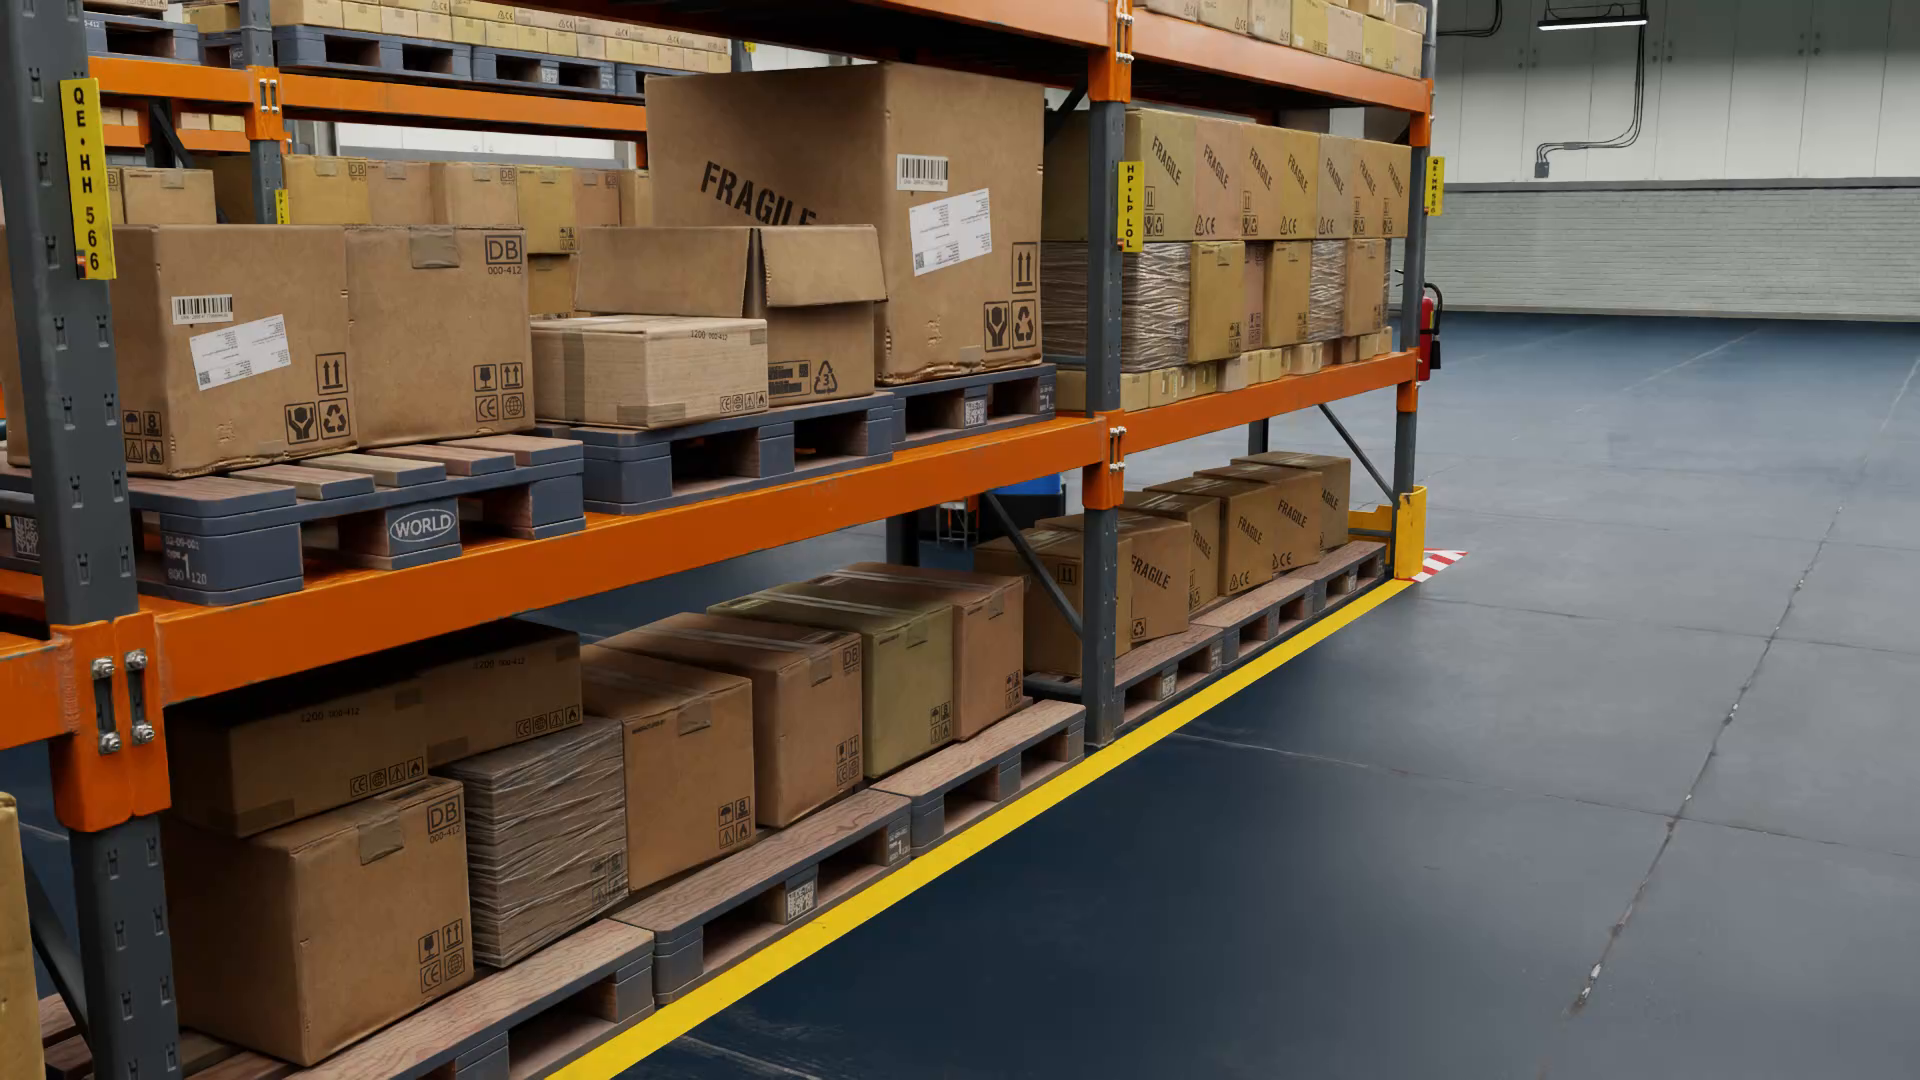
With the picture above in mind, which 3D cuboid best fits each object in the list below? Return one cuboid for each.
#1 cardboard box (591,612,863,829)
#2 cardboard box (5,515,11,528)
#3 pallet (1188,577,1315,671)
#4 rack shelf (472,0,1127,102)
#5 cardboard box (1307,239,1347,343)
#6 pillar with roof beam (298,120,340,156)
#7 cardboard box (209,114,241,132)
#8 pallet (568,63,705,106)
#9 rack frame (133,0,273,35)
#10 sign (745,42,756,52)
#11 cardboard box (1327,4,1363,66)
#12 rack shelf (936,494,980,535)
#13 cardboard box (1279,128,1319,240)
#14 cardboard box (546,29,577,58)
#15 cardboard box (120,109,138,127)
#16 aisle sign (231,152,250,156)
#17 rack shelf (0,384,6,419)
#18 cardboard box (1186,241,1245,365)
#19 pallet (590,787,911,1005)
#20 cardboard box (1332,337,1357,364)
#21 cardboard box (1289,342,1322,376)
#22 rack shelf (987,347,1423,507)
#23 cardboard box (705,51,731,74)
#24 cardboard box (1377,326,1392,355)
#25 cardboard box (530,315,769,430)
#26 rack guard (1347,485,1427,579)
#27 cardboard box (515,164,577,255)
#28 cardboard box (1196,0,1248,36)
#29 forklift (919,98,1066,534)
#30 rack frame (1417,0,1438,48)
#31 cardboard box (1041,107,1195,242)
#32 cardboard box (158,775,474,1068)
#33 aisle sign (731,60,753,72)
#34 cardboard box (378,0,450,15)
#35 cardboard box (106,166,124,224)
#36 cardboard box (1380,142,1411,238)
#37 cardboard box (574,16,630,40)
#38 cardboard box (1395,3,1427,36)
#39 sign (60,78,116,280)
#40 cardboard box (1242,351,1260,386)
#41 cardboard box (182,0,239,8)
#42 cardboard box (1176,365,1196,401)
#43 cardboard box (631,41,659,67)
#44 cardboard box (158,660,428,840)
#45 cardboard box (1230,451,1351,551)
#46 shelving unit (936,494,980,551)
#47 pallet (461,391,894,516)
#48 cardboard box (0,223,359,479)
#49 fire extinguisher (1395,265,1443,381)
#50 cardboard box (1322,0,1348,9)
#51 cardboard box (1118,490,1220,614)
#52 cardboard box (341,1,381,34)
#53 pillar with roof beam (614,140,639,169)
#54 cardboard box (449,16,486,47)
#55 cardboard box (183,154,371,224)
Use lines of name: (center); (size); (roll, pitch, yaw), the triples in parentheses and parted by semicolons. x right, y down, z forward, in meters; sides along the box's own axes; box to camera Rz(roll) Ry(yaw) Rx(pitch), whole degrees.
cardboard box: (-0.739, 0.558, 5.334); (0.700, 0.500, 0.500); (5, 12, 26)
cardboard box: (-4.784, -0.043, 7.919); (1.050, 0.750, 0.750); (6, 12, 31)
pallet: (1.103, 0.359, 8.378); (1.003, 0.211, 1.213); (6, 12, 31)
rack shelf: (-0.886, -1.516, 4.621); (1.077, 0.370, 4.000); (6, 12, 31)
cardboard box: (1.466, -1.286, 8.507); (0.875, 0.500, 0.500); (6, 12, 31)
pillar with roof beam: (-4.823, -6.217, 19.625); (9.100, 9.000, 0.400); (6, 12, 31)
cardboard box: (-6.288, -3.512, 14.007); (0.380, 0.149, 0.250); (6, 12, 31)
pallet: (-2.334, -3.142, 11.591); (1.003, 0.211, 1.213); (6, 12, 31)
rack frame: (-4.035, -4.149, 8.575); (1.000, 3.000, 0.127); (6, 12, 31)
sign: (-1.502, -3.646, 11.848); (0.100, 0.325, 0.005); (6, 12, 31)
cardboard box: (1.665, -2.481, 8.227); (0.500, 0.250, 0.500); (7, 13, 32)
rack shelf: (-0.013, -0.189, 10.591); (0.215, 0.259, 0.240); (3, 11, 17)
cardboard box: (1.371, -1.681, 7.897); (0.500, 0.500, 0.500); (6, 12, 31)
cardboard box: (-2.633, -3.111, 10.453); (0.380, 0.149, 0.250); (7, 12, 31)
cardboard box: (-6.733, -3.396, 13.389); (0.380, 0.149, 0.250); (6, 12, 30)
aisle sign: (-6.474, -3.603, 14.899); (0.394, 0.787, 0.004); (6, 12, 31)
rack shelf: (-5.073, -0.532, 7.513); (1.077, 0.370, 4.000); (6, 12, 31)
cardboard box: (0.728, -1.046, 7.223); (0.875, 0.500, 0.500); (6, 12, 31)
pallet: (-0.884, 0.976, 5.084); (1.003, 0.211, 1.213); (6, 12, 31)
cardboard box: (1.898, -1.030, 8.901); (0.380, 0.149, 0.250); (6, 12, 31)
cardboard box: (1.568, -0.905, 8.236); (0.380, 0.149, 0.250); (6, 12, 31)
rack shelf: (1.190, -0.671, 8.257); (1.077, 0.370, 4.000); (6, 12, 31)
cardboard box: (-1.841, -3.351, 11.734); (0.380, 0.149, 0.250); (6, 12, 31)
cardboard box: (2.257, -1.151, 9.549); (0.380, 0.149, 0.250); (6, 12, 31)
cardboard box: (-0.858, -0.455, 4.416); (0.500, 0.250, 0.500); (6, 12, 29)
rack guard: (2.189, -0.099, 10.037); (1.175, 0.500, 0.348); (6, 12, 31)
cardboard box: (-2.961, -2.113, 10.660); (0.875, 0.550, 0.500); (6, 12, 31)
cardboard box: (0.875, -2.241, 6.943); (0.500, 0.250, 0.500); (6, 12, 30)
forklift: (0.172, -1.703, 12.003); (1.130, 2.935, 3.031); (0, 11, 1)
rack frame: (2.229, -4.288, 9.319); (1.000, 3.000, 0.127); (6, 12, 31)
cardboard box: (0.603, -1.443, 6.630); (0.500, 0.500, 0.500); (6, 12, 31)
cardboard box: (-1.594, 0.824, 3.913); (0.700, 0.500, 0.500); (6, 12, 28)
aisle sign: (-1.665, -3.089, 12.154); (0.394, 0.787, 0.004); (6, 12, 31)
cardboard box: (-3.281, -3.132, 9.482); (0.500, 0.250, 0.500); (6, 12, 30)
cardboard box: (-4.553, -1.581, 8.172); (0.700, 0.500, 0.500); (6, 12, 30)
cardboard box: (2.154, -1.916, 9.154); (0.500, 0.500, 0.500); (6, 12, 31)
cardboard box: (-2.495, -3.370, 10.755); (0.500, 0.250, 0.500); (6, 12, 30)
cardboard box: (2.351, -2.862, 9.180); (0.380, 0.149, 0.250); (6, 12, 31)
sign: (-1.449, -0.598, 2.763); (0.100, 0.325, 0.005); (6, 12, 31)
cardboard box: (1.149, -0.791, 7.624); (0.380, 0.149, 0.250); (6, 12, 31)
cardboard box: (-3.999, -3.104, 9.334); (0.500, 0.250, 0.500); (6, 12, 30)
cardboard box: (0.768, -0.672, 6.988); (0.380, 0.149, 0.250); (6, 12, 31)
cardboard box: (-2.237, -3.231, 11.095); (0.380, 0.149, 0.250); (7, 12, 31)
cardboard box: (-1.603, 0.454, 3.849); (0.500, 0.250, 0.500); (7, 13, 33)
cardboard box: (1.890, -0.220, 9.546); (0.500, 0.500, 0.500); (9, 14, 41)
shelving unit: (-0.013, -0.472, 10.537); (0.215, 1.050, 0.252); (3, 11, 17)
pallet: (-0.932, -0.302, 4.852); (1.003, 0.211, 1.213); (6, 12, 31)
cardboard box: (-1.679, -0.425, 3.577); (0.500, 0.500, 0.500); (5, 12, 24)
fire extinguisher: (2.682, -1.275, 9.739); (0.296, 0.674, 0.183); (6, 12, 31)
cardboard box: (1.669, -2.659, 8.090); (0.380, 0.149, 0.250); (6, 12, 28)
cardboard box: (0.940, 0.057, 8.064); (0.500, 0.500, 0.500); (5, 12, 26)
cardboard box: (-3.422, -2.872, 9.177); (0.380, 0.149, 0.250); (6, 12, 31)
pillar with roof beam: (-1.708, -7.161, 24.665); (9.100, 9.000, 0.400); (6, 12, 31)
cardboard box: (-3.029, -2.991, 9.814); (0.380, 0.149, 0.250); (6, 12, 30)
cardboard box: (-3.814, -1.859, 9.306); (0.875, 0.550, 0.550); (6, 12, 31)
